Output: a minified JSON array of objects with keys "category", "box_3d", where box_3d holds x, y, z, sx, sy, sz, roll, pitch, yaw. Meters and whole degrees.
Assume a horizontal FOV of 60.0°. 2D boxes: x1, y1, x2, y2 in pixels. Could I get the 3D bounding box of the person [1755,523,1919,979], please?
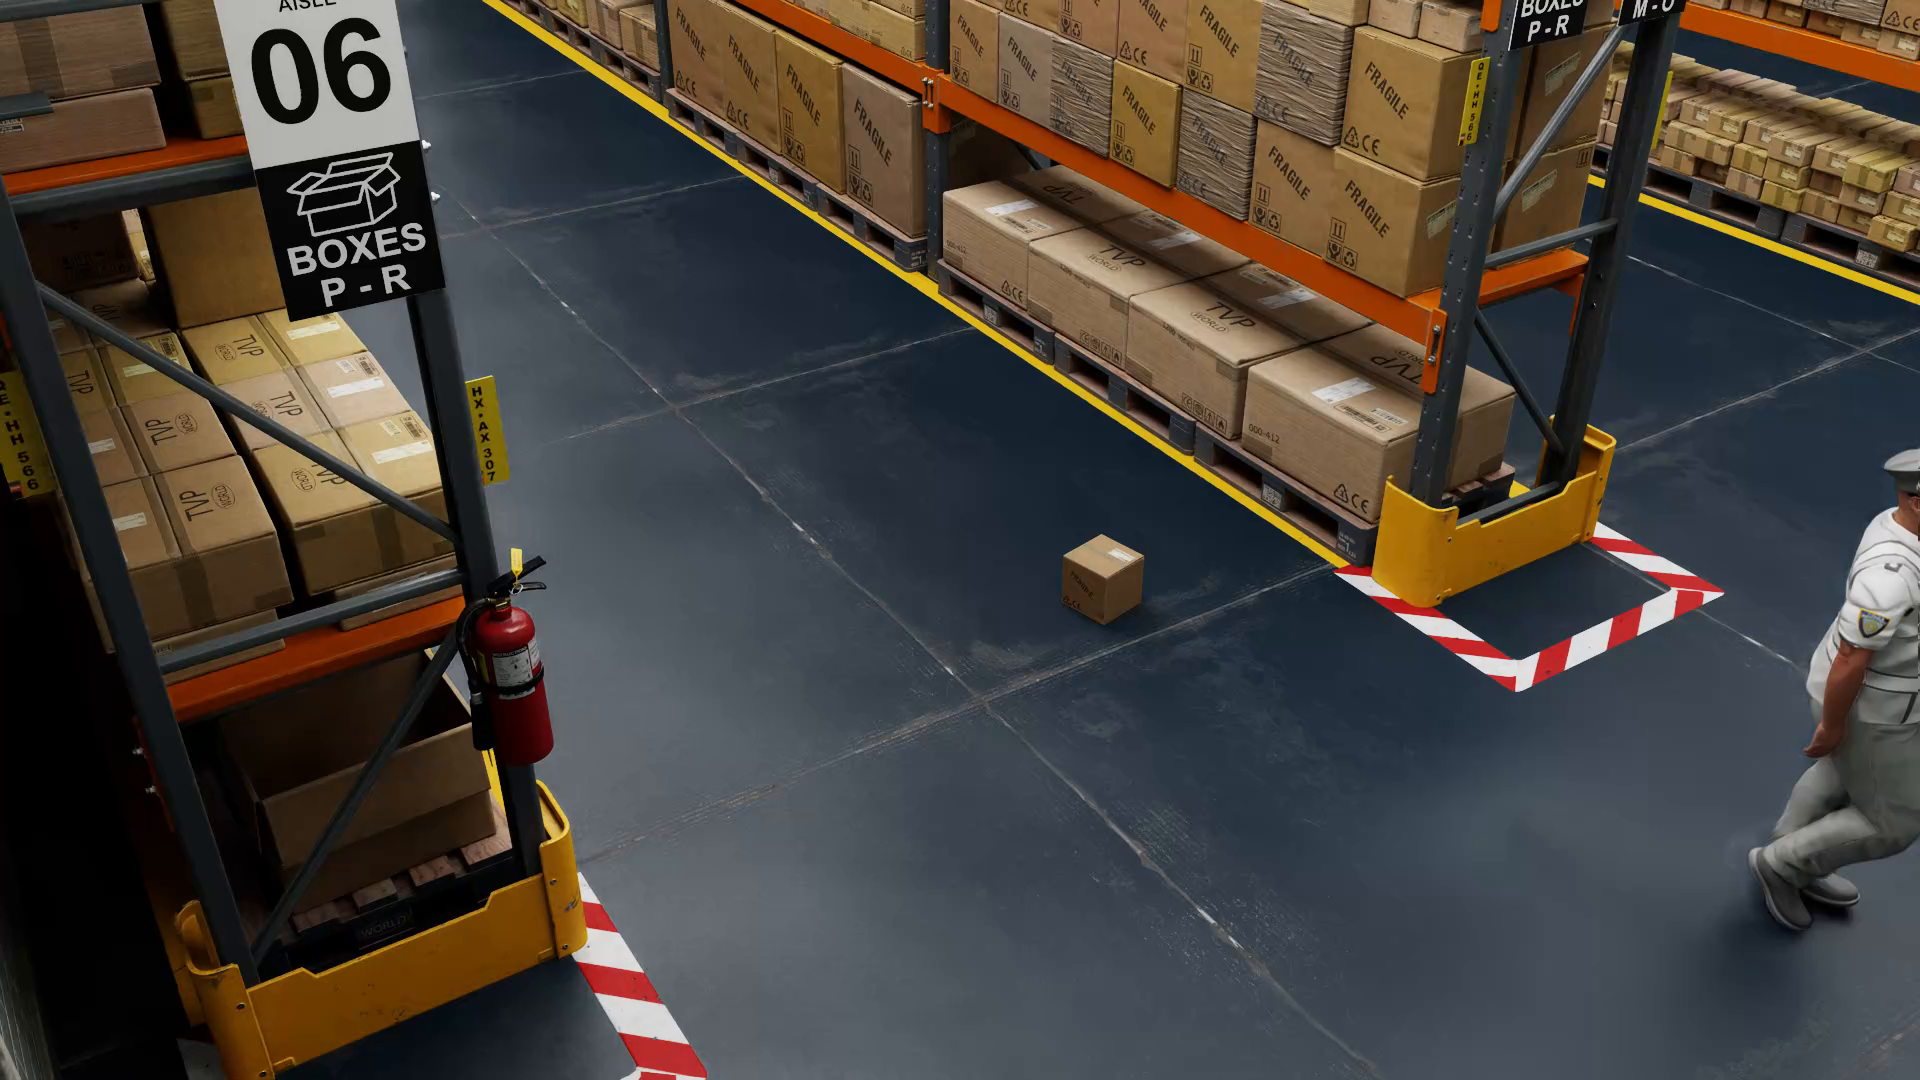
[{"category":"person","box_3d":[3.037,0.559,5.272,0.594,1.850,0.532,18,37,26]}]
